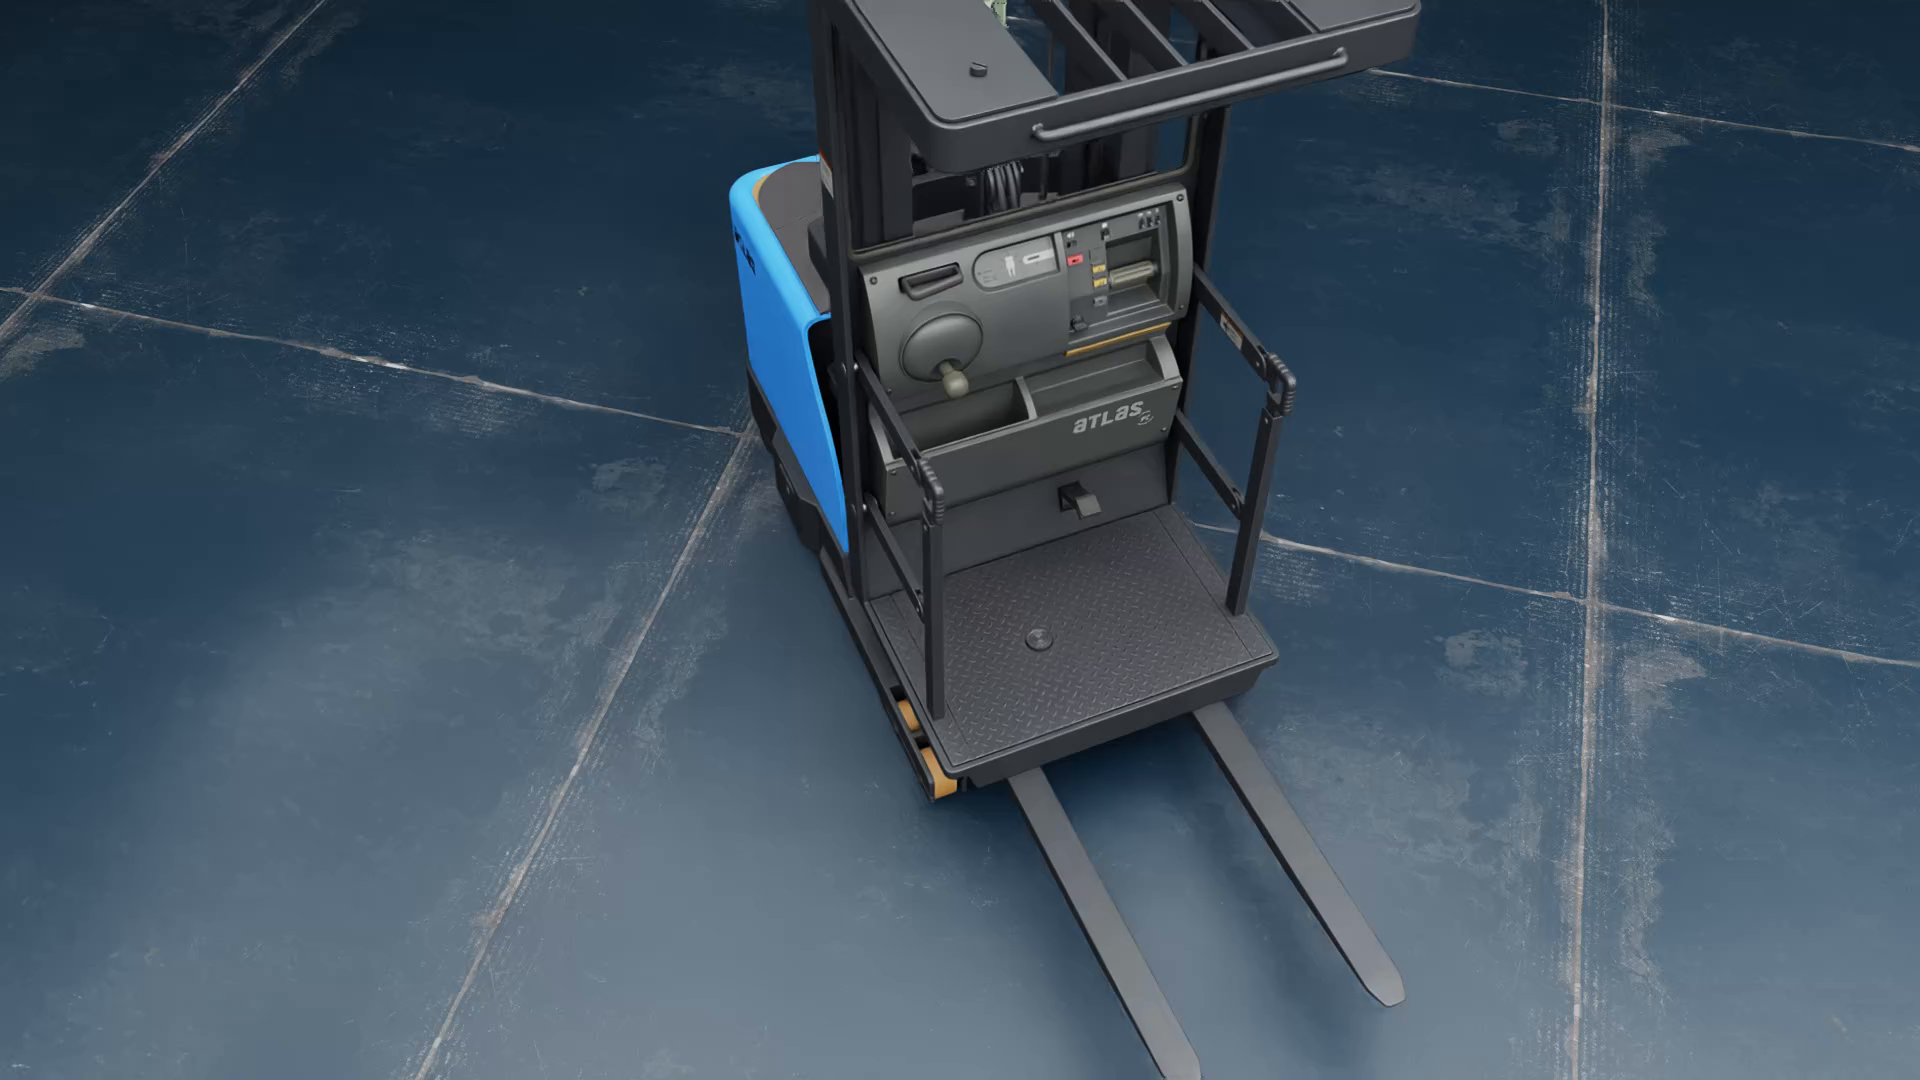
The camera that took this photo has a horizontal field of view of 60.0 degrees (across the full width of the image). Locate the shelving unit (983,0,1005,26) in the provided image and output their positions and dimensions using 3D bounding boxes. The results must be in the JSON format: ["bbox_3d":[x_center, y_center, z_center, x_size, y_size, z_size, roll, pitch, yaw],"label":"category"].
[{"bbox_3d":[-0.137,-1.553,6.120,0.431,1.500,0.755,13,50,11],"label":"shelving unit"}]

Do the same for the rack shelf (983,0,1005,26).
[{"bbox_3d":[-0.137,-1.811,5.828,0.431,0.370,0.720,13,50,11],"label":"rack shelf"}]

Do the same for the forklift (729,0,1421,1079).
[{"bbox_3d":[0.279,-0.558,4.288,1.130,2.935,3.031,-18,51,-15],"label":"forklift"}]
